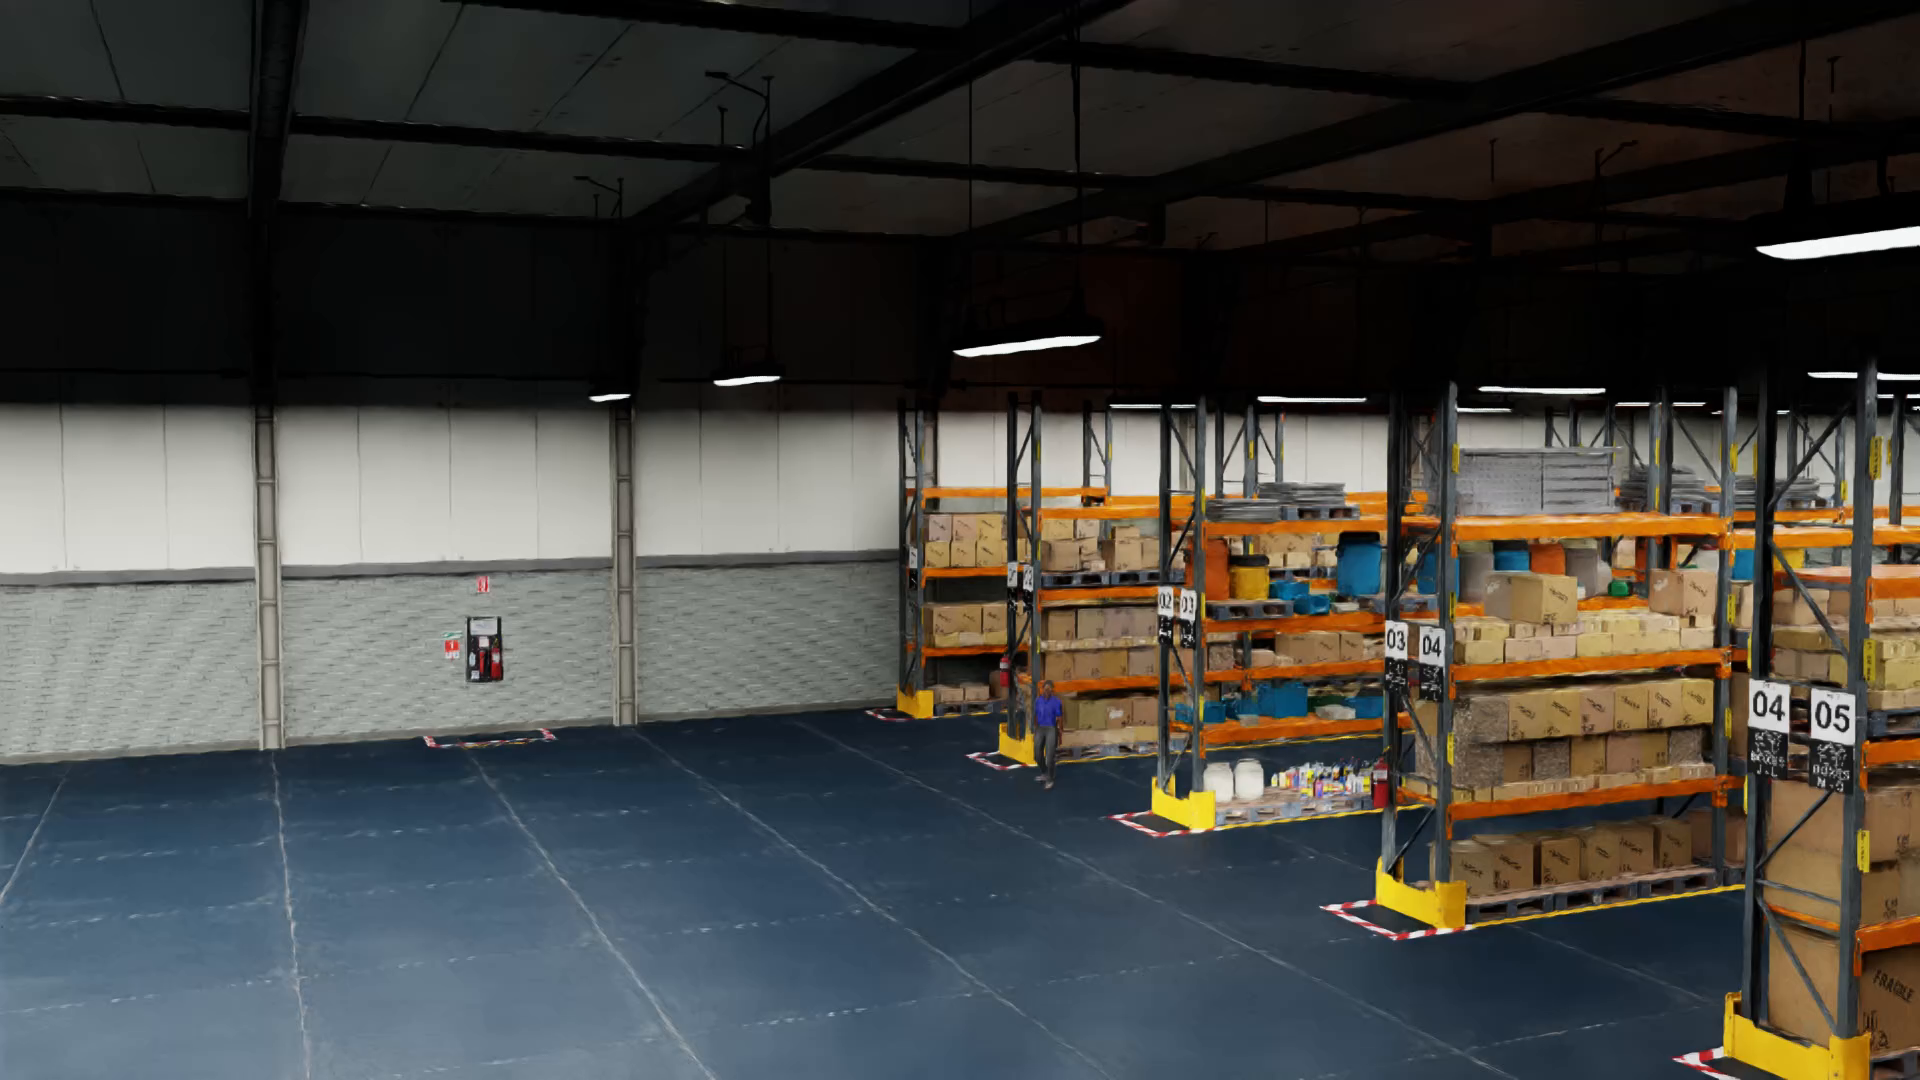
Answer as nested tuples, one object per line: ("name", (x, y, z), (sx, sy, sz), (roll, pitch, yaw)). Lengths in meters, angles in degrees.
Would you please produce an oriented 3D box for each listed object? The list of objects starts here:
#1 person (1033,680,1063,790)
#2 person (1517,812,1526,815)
("person", (1.332, 2.887, 24.914), (0.517, 1.646, 0.527), (2, 4, 30))
("person", (7.781, 3.000, 23.327), (0.660, 1.586, 0.785), (3, 5, 44))
